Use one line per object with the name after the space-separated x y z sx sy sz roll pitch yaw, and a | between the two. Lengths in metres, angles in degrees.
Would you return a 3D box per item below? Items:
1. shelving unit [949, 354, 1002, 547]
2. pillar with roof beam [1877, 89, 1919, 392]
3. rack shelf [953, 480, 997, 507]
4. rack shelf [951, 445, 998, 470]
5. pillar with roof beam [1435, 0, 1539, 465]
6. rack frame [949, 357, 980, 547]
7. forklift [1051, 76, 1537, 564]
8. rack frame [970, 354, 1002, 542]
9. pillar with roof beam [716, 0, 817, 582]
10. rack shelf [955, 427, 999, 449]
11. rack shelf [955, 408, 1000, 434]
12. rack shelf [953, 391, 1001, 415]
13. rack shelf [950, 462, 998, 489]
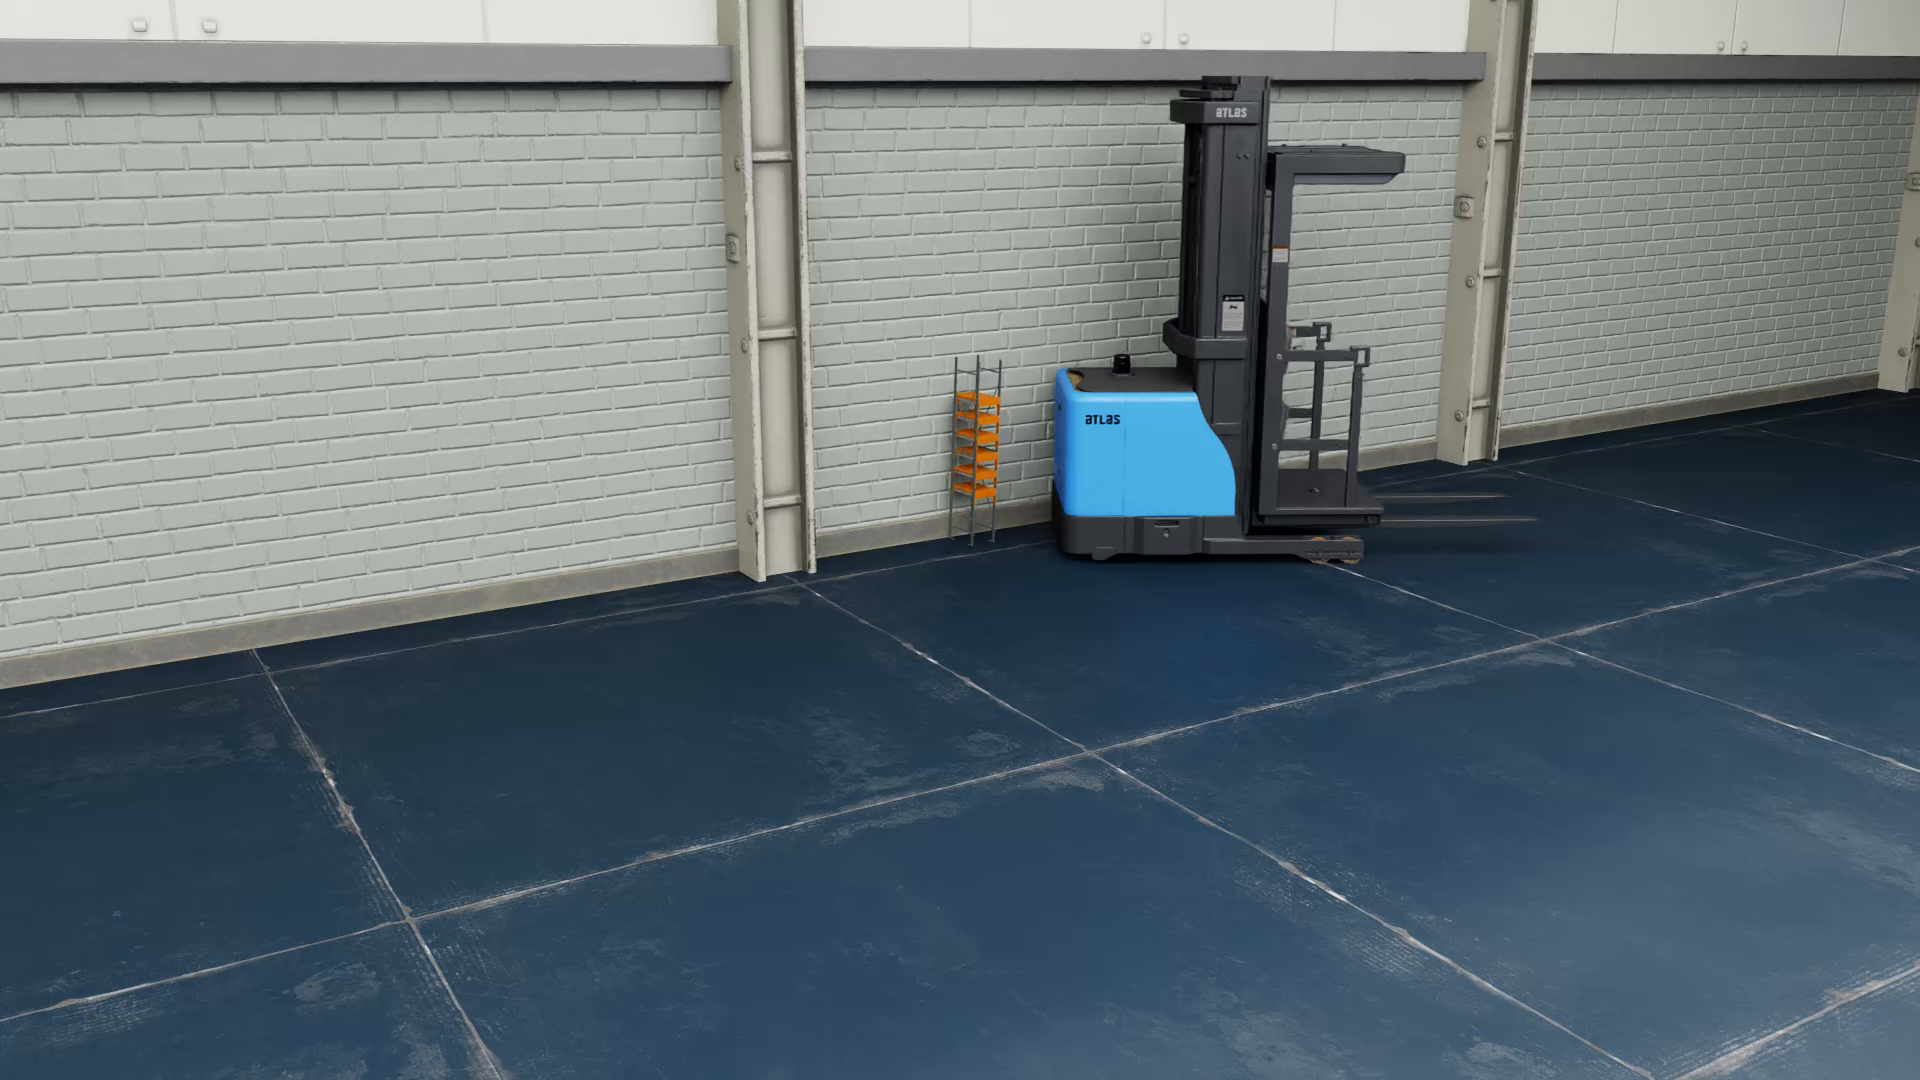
0.096 -0.576 10.722 0.189 1.200 0.258 -11 20 -39 | shelving unit
11.377 -4.816 11.418 0.400 9.000 9.100 -9 18 -30 | pillar with roof beam
0.085 -0.302 10.798 0.180 0.103 0.258 -11 20 -39 | rack shelf
0.094 -0.533 10.734 0.180 0.103 0.258 -11 20 -39 | rack shelf
6.234 -3.982 8.442 0.400 9.000 9.100 -9 18 -30 | pillar with roof beam
0.026 -0.563 10.665 0.006 1.200 0.240 -11 20 -39 | rack frame
2.142 -1.405 10.492 3.031 2.935 1.130 0 16 -1 | forklift
0.166 -0.590 10.780 0.006 1.200 0.240 -11 20 -39 | rack frame
1.091 -3.148 5.467 0.400 9.000 9.100 -9 18 -30 | pillar with roof beam
0.098 -0.649 10.702 0.180 0.103 0.258 -11 20 -39 | rack shelf
0.103 -0.765 10.670 0.180 0.103 0.258 -11 20 -39 | rack shelf
0.107 -0.880 10.638 0.180 0.103 0.258 -11 20 -39 | rack shelf
0.090 -0.418 10.766 0.180 0.103 0.258 -11 20 -39 | rack shelf
